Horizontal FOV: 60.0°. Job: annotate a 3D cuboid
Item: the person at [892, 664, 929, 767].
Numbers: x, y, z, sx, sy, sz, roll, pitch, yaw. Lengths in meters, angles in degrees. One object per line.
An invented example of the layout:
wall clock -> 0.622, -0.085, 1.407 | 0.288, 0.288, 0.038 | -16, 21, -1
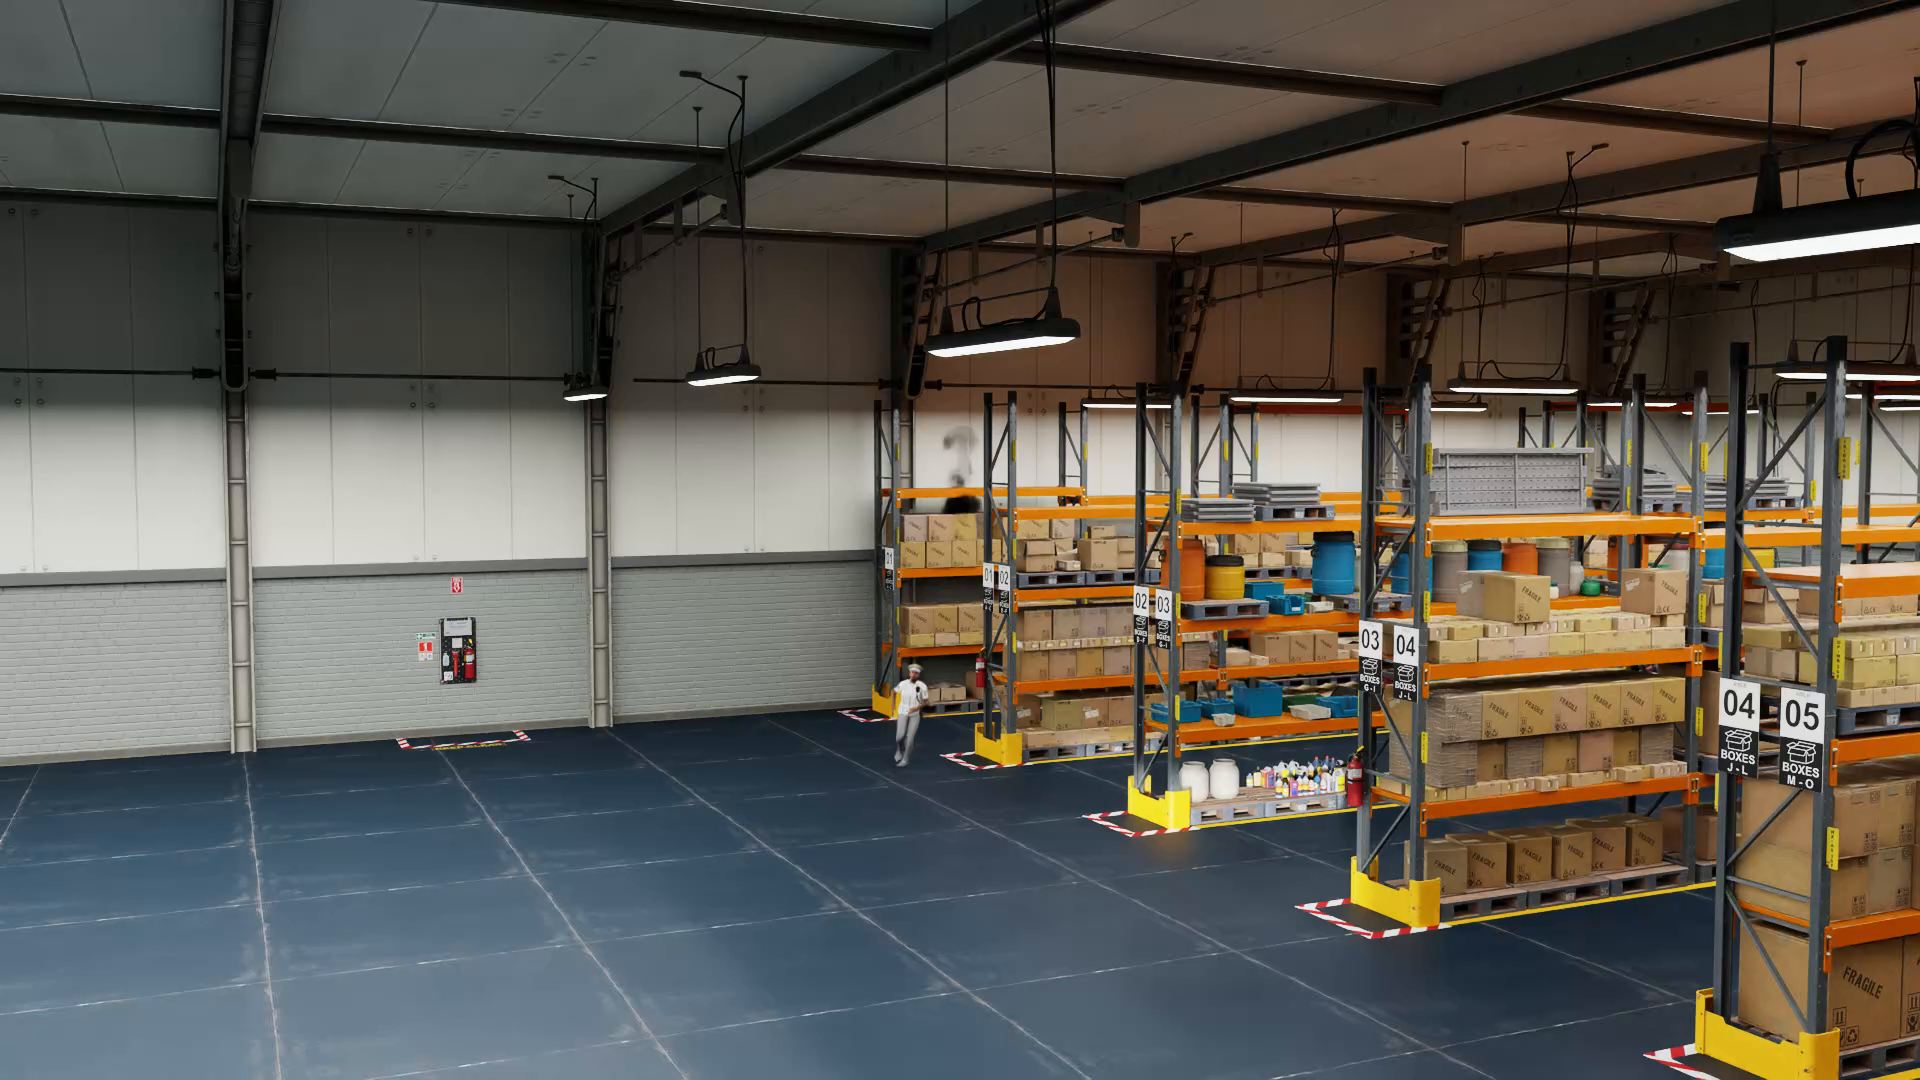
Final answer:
person -> -0.801, 2.803, 26.563 | 0.610, 1.652, 0.541 | 0, 3, 3

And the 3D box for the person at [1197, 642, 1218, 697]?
person -> 4.442, 2.481, 30.721 | 0.991, 1.811, 0.655 | -2, 4, -28
